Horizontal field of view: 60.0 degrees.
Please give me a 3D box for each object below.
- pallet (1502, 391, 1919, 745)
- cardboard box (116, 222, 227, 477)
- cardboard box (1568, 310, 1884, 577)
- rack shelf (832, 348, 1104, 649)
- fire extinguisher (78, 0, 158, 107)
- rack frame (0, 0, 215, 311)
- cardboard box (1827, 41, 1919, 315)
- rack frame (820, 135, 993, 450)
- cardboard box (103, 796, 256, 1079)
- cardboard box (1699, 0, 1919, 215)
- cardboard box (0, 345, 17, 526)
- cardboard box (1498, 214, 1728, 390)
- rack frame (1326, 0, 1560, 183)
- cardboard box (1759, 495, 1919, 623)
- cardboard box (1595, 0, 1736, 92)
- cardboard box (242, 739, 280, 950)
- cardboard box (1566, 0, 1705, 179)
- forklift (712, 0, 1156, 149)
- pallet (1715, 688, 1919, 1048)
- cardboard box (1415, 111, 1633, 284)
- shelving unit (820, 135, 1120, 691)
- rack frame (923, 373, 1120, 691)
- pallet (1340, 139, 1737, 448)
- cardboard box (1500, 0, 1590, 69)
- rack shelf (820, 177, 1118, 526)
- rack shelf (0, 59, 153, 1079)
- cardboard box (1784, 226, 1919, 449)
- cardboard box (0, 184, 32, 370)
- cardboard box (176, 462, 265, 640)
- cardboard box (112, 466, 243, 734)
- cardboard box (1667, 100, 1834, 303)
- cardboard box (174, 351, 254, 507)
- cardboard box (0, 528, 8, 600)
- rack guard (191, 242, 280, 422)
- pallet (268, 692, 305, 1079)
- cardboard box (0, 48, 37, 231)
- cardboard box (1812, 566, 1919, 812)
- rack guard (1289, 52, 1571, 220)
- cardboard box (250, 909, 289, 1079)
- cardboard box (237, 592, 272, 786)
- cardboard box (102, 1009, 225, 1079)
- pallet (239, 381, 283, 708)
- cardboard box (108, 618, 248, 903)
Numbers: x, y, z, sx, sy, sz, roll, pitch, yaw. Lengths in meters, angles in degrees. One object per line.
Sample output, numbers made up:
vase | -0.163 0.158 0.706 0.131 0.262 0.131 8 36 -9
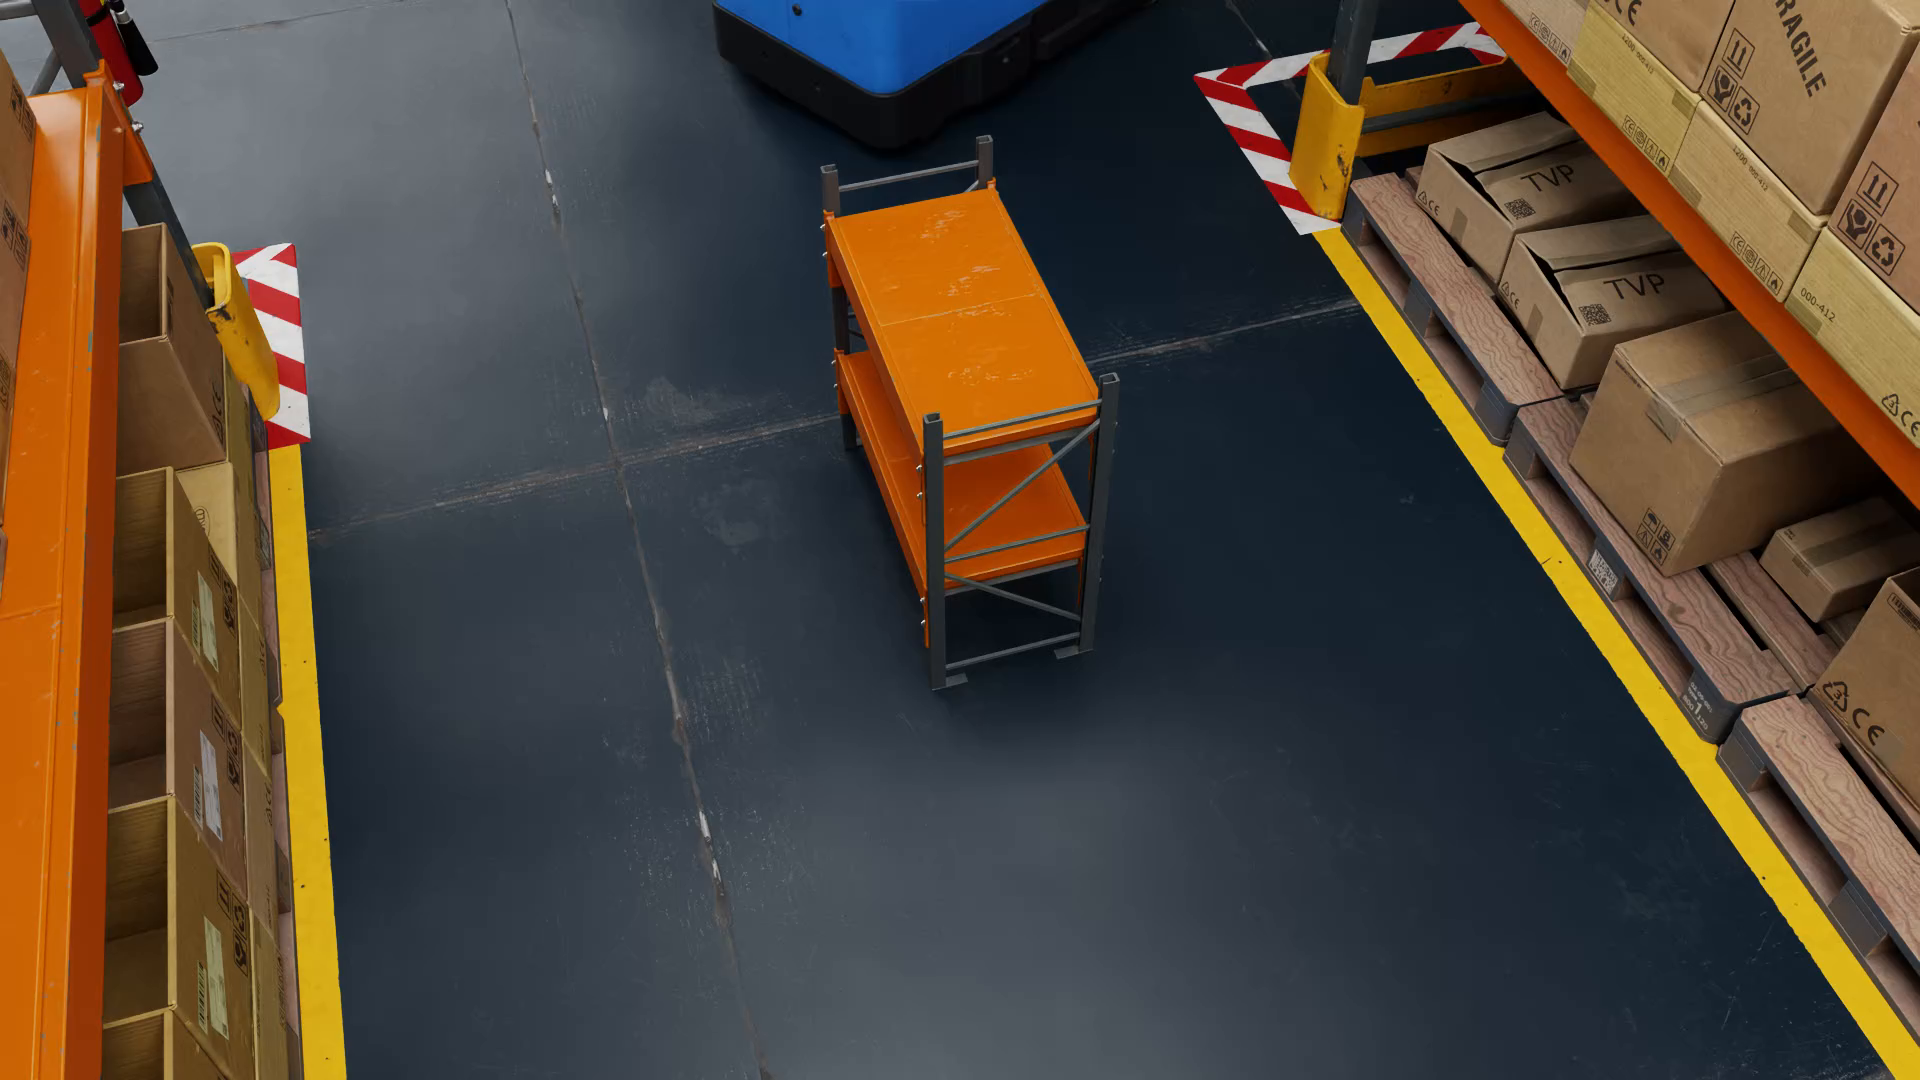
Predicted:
pallet | 2.429 -0.029 5.136 1.003 0.211 1.213 -13 51 -11
cardboard box | -2.445 -0.517 4.758 0.500 0.500 0.500 -13 51 -11
cardboard box | 2.300 -0.321 4.906 0.700 0.500 0.500 -16 52 -13
rack shelf | 0.002 -0.200 5.003 0.538 0.278 1.000 -13 51 -11
fire extinguisher | -2.479 -1.517 4.618 0.296 0.674 0.183 -13 51 -11
rack frame | -2.888 -1.351 4.427 1.000 3.000 0.127 -13 51 -11
cardboard box | 2.299 -0.761 3.524 0.500 0.500 0.500 -15 51 -12
rack frame | -0.148 -0.729 5.129 0.500 1.125 0.032 -13 51 -11
cardboard box | -1.839 0.940 3.529 0.500 0.500 0.500 -13 51 -11
cardboard box | 2.145 -1.141 3.844 0.500 0.500 0.500 -12 51 -10
cardboard box | -2.461 -0.293 3.470 0.700 0.500 0.500 -13 51 -11
cardboard box | 2.131 -0.807 5.439 0.500 0.311 0.500 -10 51 -8
rack frame | 1.843 -2.474 5.374 1.000 3.000 0.127 -13 51 -11
cardboard box | 2.572 0.052 4.821 0.380 0.149 0.250 -17 52 -14
cardboard box | 1.981 -1.515 4.160 0.500 0.500 0.500 -15 51 -12
cardboard box | -1.992 0.818 4.123 0.500 0.250 0.500 -13 51 -11
cardboard box | 1.997 -1.254 4.431 0.500 0.250 0.500 -14 51 -12
forklift | 0.378 -3.494 6.278 1.130 2.935 3.031 36 59 26
pallet | 2.794 0.864 4.384 1.003 0.211 1.213 -13 51 -11
cardboard box | 1.962 -1.223 5.790 0.500 0.311 0.500 -19 52 -15
shelving unit | 0.002 -0.358 4.816 0.538 1.125 1.048 -13 51 -11
rack frame | 0.152 0.014 4.503 0.500 1.125 0.032 -13 51 -11
pallet | 2.072 -0.918 5.886 1.003 0.211 1.213 -13 51 -11
cardboard box | 1.852 -1.628 4.745 0.500 0.250 0.500 -15 51 -12
rack shelf | 0.002 -0.546 4.592 0.538 0.278 1.000 -13 51 -11
rack shelf | -2.296 0.342 3.471 1.077 0.370 4.000 -13 51 -11
cardboard box | 2.294 -0.517 3.809 0.500 0.250 0.500 -14 51 -11
cardboard box | -2.602 -0.657 3.777 0.700 0.500 0.500 -12 51 -10
cardboard box | -2.287 0.087 4.738 0.500 0.250 0.500 -13 51 -11
cardboard box | -2.135 0.210 4.145 0.500 0.500 0.500 -13 51 -11
cardboard box | 2.144 -0.885 4.119 0.500 0.250 0.500 -13 51 -11
cardboard box | -2.447 -0.275 5.044 0.500 0.250 0.500 -13 51 -11
cardboard box | -2.301 0.091 3.146 0.700 0.500 0.500 -12 51 -10
rack guard | -2.895 -0.563 5.398 1.175 0.500 0.348 -13 51 -11
pallet | -2.264 0.986 4.280 1.003 0.211 1.213 -13 51 -11
cardboard box | -2.762 -1.039 4.099 0.700 0.500 0.500 -13 51 -11
cardboard box | 2.681 0.363 4.330 0.500 0.500 0.500 -17 52 -14
rack guard | 1.866 -1.613 6.283 1.175 0.500 0.348 -13 51 -11
cardboard box | -1.838 1.181 3.816 0.500 0.250 0.500 -13 51 -11
cardboard box | -2.138 0.452 4.431 0.500 0.250 0.500 -13 51 -11
cardboard box | -1.698 1.307 3.220 0.500 0.500 0.500 -13 51 -11
pallet | -2.621 0.097 5.030 1.003 0.211 1.213 -13 51 -11
cardboard box | -1.988 0.575 3.837 0.500 0.500 0.500 -13 51 -11
